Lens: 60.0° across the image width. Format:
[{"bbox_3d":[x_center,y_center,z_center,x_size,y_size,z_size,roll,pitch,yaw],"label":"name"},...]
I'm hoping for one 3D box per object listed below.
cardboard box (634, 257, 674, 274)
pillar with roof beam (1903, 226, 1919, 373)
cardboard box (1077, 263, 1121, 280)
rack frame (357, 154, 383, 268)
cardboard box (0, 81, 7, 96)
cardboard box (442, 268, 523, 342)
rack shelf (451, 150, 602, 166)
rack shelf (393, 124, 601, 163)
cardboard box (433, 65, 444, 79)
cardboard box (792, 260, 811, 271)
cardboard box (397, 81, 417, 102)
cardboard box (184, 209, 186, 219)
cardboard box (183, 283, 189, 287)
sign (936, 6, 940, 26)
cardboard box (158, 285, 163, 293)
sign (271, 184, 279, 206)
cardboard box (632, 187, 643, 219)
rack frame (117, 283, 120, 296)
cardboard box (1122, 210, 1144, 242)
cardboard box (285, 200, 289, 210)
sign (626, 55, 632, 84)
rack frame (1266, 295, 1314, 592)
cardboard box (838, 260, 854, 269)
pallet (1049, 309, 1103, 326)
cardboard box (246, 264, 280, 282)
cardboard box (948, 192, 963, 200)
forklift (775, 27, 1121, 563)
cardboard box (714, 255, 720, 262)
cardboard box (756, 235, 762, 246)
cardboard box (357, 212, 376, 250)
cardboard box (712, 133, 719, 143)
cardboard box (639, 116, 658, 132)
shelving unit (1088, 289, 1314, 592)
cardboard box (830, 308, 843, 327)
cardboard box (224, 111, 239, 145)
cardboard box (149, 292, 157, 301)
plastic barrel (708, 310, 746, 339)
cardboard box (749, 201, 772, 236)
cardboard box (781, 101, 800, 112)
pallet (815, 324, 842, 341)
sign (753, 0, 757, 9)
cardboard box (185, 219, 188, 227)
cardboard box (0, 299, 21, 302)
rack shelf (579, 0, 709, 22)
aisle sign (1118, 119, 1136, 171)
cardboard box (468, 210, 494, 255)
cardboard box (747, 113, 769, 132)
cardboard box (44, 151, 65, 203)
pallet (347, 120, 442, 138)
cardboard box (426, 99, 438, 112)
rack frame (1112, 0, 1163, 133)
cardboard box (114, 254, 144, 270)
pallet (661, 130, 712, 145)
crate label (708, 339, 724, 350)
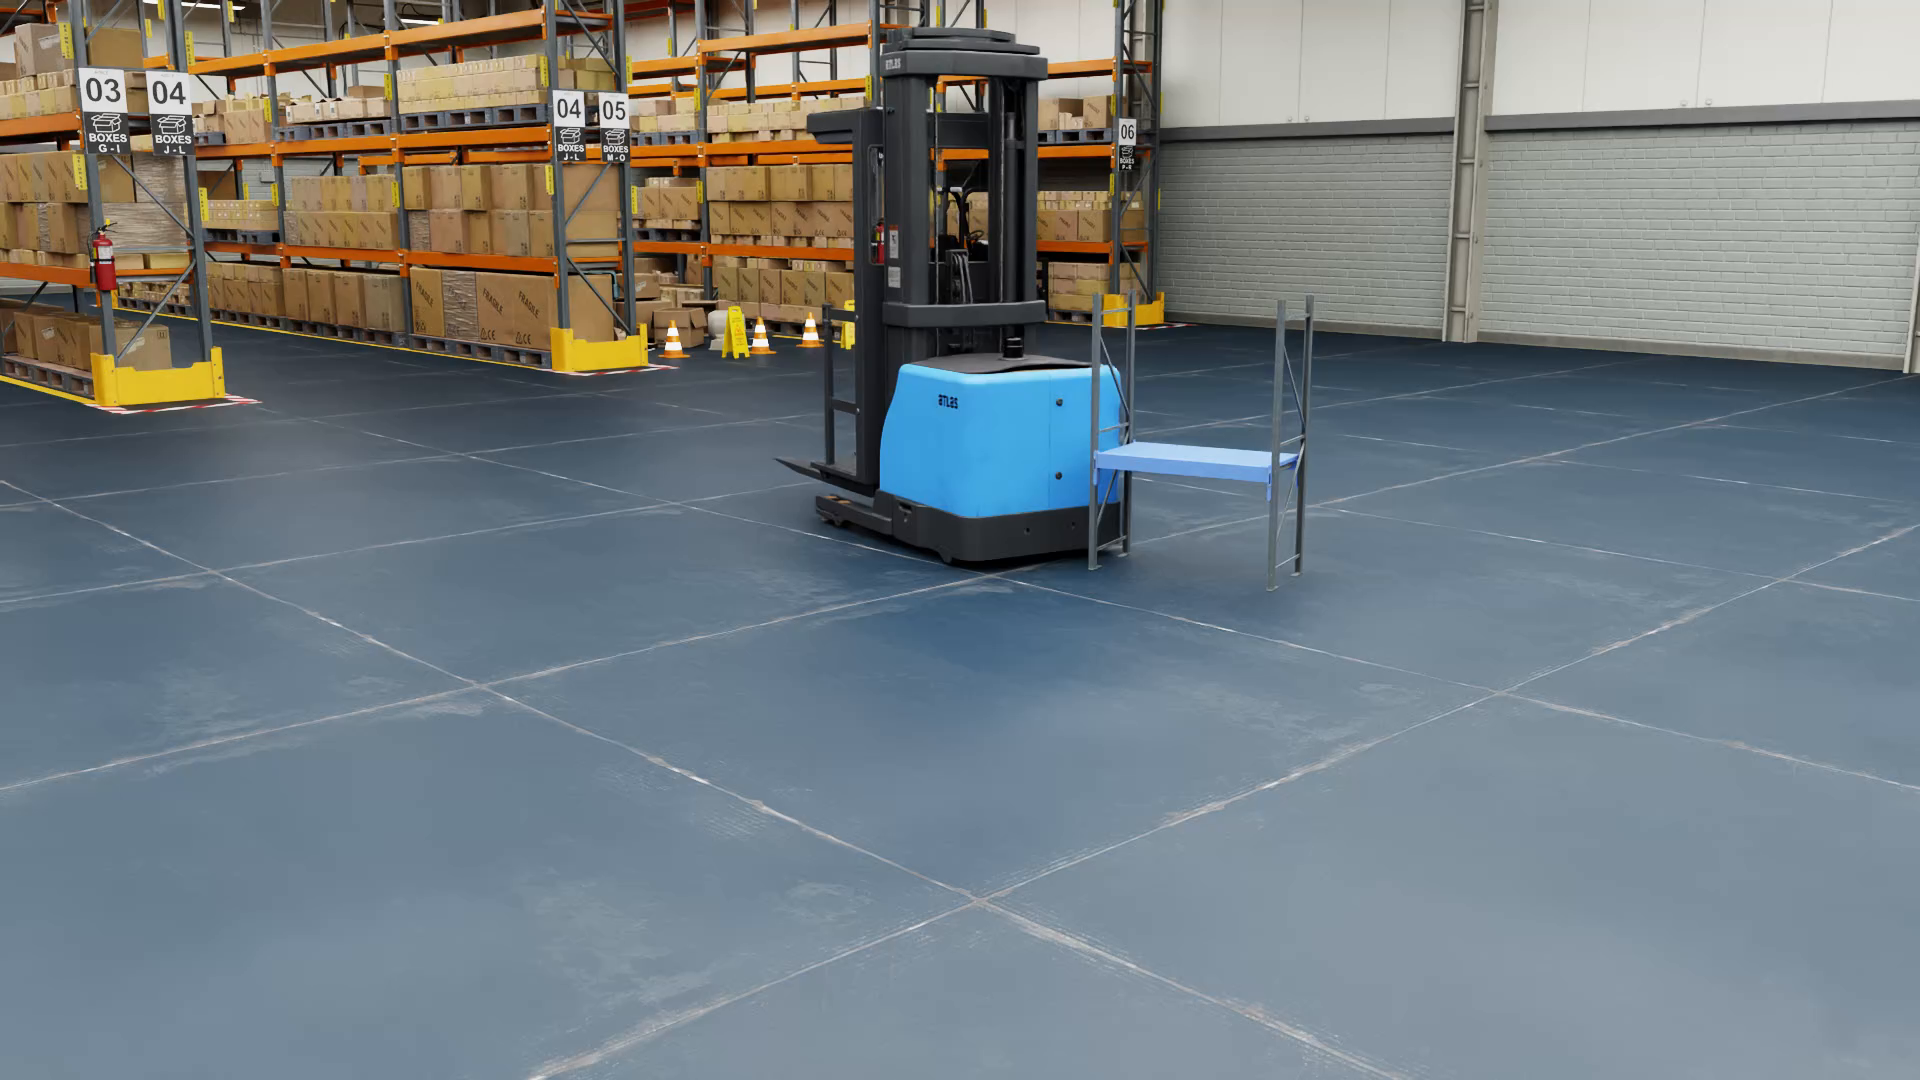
[{"bbox_3d":[-6.641,-5.868,36.116,0.500,0.500,0.700,11,16,43],"label":"cardboard box"},{"bbox_3d":[8.120,-5.750,15.522,9.100,9.000,0.400,-11,16,-43],"label":"pillar with roof beam"},{"bbox_3d":[2.232,-4.308,26.686,0.500,0.250,0.500,-10,15,-41],"label":"cardboard box"},{"bbox_3d":[-11.862,-6.579,34.411,1.000,3.000,0.127,-11,16,-43],"label":"rack frame"},{"bbox_3d":[-10.014,-4.794,17.699,0.380,0.149,0.250,-11,16,-44],"label":"cardboard box"},{"bbox_3d":[-6.076,-3.056,21.534,0.875,0.875,0.875,-11,16,-42],"label":"cardboard box"},{"bbox_3d":[-7.718,-6.820,29.930,1.077,0.370,4.000,-11,16,-43],"label":"rack shelf"},{"bbox_3d":[-5.704,-4.948,20.844,1.077,0.370,4.000,-11,16,-43],"label":"rack shelf"},{"bbox_3d":[-6.374,-5.865,20.871,0.380,0.149,0.250,-11,16,-42],"label":"cardboard box"},{"bbox_3d":[-2.208,-3.988,24.144,0.380,0.149,0.250,-10,15,-40],"label":"cardboard box"},{"bbox_3d":[-6.950,-5.809,21.585,0.500,0.250,0.500,-11,16,-42],"label":"cardboard box"},{"bbox_3d":[-12.670,-5.397,27.520,0.380,0.149,0.250,-11,16,-42],"label":"cardboard box"},{"bbox_3d":[-13.044,-4.407,28.419,0.380,0.149,0.250,-10,15,-41],"label":"cardboard box"},{"bbox_3d":[-0.371,-8.877,28.187,0.100,0.325,0.005,-11,16,-43],"label":"sign"},{"bbox_3d":[-13.913,-4.448,29.357,0.250,0.149,0.380,11,16,42],"label":"cardboard box"},{"bbox_3d":[-10.233,-5.158,24.841,0.100,0.325,0.005,-11,16,-43],"label":"sign"},{"bbox_3d":[-5.117,-5.488,27.090,0.500,0.500,0.500,11,16,43],"label":"cardboard box"},{"bbox_3d":[-15.372,-5.874,30.991,1.000,3.000,0.127,-11,16,-43],"label":"rack frame"},{"bbox_3d":[2.634,-5.096,26.965,0.500,0.500,0.500,-10,15,-41],"label":"cardboard box"},{"bbox_3d":[-10.380,-5.251,26.070,0.380,0.149,0.250,-11,16,-43],"label":"cardboard box"},{"bbox_3d":[-3.917,-5.552,19.629,0.100,0.325,0.005,-11,16,-43],"label":"sign"},{"bbox_3d":[1.723,-0.510,8.671,0.032,1.500,0.500,7,13,29],"label":"rack frame"},{"bbox_3d":[-1.872,-4.959,31.392,0.875,0.625,0.625,-10,15,-41],"label":"cardboard box"},{"bbox_3d":[2.217,-3.676,27.231,1.003,0.211,1.213,-11,16,-43],"label":"pallet"},{"bbox_3d":[-10.866,-4.191,26.116,0.500,0.250,0.500,-11,16,-42],"label":"cardboard box"},{"bbox_3d":[0.018,-5.944,28.738,0.380,0.149,0.250,-10,16,-41],"label":"cardboard box"},{"bbox_3d":[-0.253,-1.560,10.219,1.130,2.935,3.031,-7,13,-29],"label":"forklift"},{"bbox_3d":[-4.825,-5.793,34.144,0.380,0.149,0.250,-11,16,-44],"label":"cardboard box"},{"bbox_3d":[-2.819,-4.474,24.817,0.380,0.149,0.250,-11,16,-43],"label":"cardboard box"},{"bbox_3d":[-7.987,-4.285,23.027,0.500,0.500,0.500,-11,16,-43],"label":"cardboard box"},{"bbox_3d":[-3.536,-6.093,25.242,0.380,0.149,0.250,-11,16,-43],"label":"cardboard box"},{"bbox_3d":[-4.780,-6.643,26.620,0.500,0.250,0.500,-11,16,-42],"label":"cardboard box"},{"bbox_3d":[1.281,-0.561,8.917,1.048,1.500,0.538,7,13,29],"label":"shelving unit"},{"bbox_3d":[-1.582,-3.187,23.719,0.500,0.250,0.500,-11,16,-43],"label":"cardboard box"},{"bbox_3d":[-11.122,-6.418,25.946,0.500,0.500,0.500,-11,16,-43],"label":"cardboard box"},{"bbox_3d":[-14.164,-4.339,29.562,0.380,0.149,0.250,-11,16,-43],"label":"cardboard box"},{"bbox_3d":[-3.334,-3.072,23.776,0.512,0.421,0.421,-1,12,-4],"label":"plastic barrel"},{"bbox_3d":[-2.771,-4.774,24.665,0.500,0.500,0.500,-11,16,-43],"label":"cardboard box"},{"bbox_3d":[-2.343,-6.208,23.822,0.380,0.149,0.250,-10,16,-41],"label":"cardboard box"},{"bbox_3d":[-1.400,-3.013,24.011,1.003,0.211,1.213,-11,16,-43],"label":"pallet"},{"bbox_3d":[-3.169,-8.335,25.556,0.100,0.325,0.005,-11,16,-43],"label":"sign"},{"bbox_3d":[-12.670,-5.252,27.550,0.250,0.149,0.380,11,16,42],"label":"cardboard box"},{"bbox_3d":[-12.238,-2.766,21.006,0.700,0.500,0.500,-9,15,-38],"label":"cardboard box"},{"bbox_3d":[-6.893,-11.193,35.486,1.077,0.370,4.000,-11,16,-43],"label":"rack shelf"},{"bbox_3d":[2.608,-6.159,25.929,0.394,0.787,0.004,-11,16,-43],"label":"aisle sign"},{"bbox_3d":[-5.699,-3.909,21.078,0.875,0.550,0.500,-11,16,-43],"label":"cardboard box"},{"bbox_3d":[-2.769,-6.118,24.373,0.500,0.250,0.500,-11,16,-42],"label":"cardboard box"},{"bbox_3d":[-8.888,-3.665,16.805,0.500,0.500,0.500,-11,16,-43],"label":"cardboard box"},{"bbox_3d":[-7.754,-5.625,22.823,1.217,0.209,0.805,11,16,43],"label":"pallet"},{"bbox_3d":[-6.555,-5.513,21.135,0.380,0.149,0.250,-11,16,-43],"label":"cardboard box"},{"bbox_3d":[2.775,-7.874,25.831,1.000,3.000,0.127,-11,16,-43],"label":"rack frame"},{"bbox_3d":[-8.326,-2.753,16.461,0.380,0.149,0.250,-11,16,-43],"label":"cardboard box"},{"bbox_3d":[-3.924,-6.310,26.136,1.213,0.211,1.003,-11,16,-43],"label":"pallet"},{"bbox_3d":[-3.198,-2.627,22.321,0.298,0.136,0.250,3,12,16],"label":"crate label"}]
